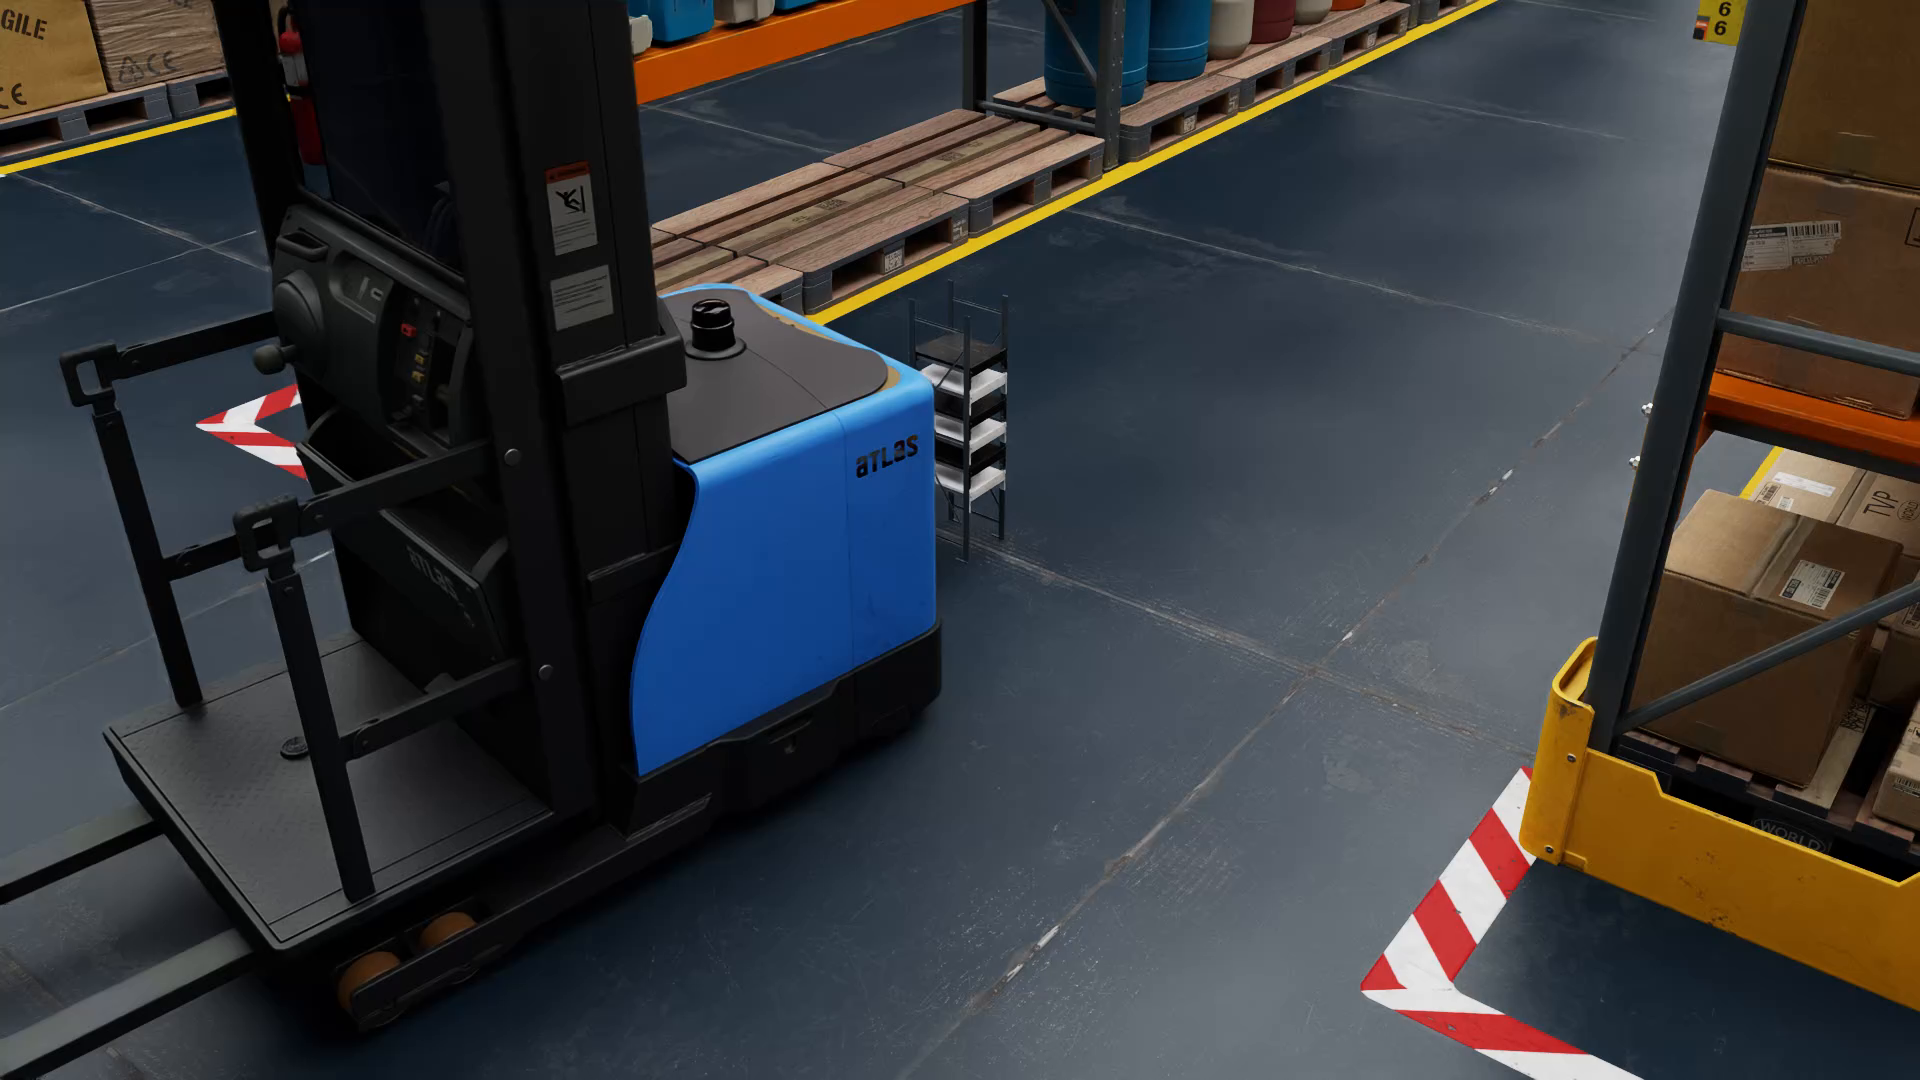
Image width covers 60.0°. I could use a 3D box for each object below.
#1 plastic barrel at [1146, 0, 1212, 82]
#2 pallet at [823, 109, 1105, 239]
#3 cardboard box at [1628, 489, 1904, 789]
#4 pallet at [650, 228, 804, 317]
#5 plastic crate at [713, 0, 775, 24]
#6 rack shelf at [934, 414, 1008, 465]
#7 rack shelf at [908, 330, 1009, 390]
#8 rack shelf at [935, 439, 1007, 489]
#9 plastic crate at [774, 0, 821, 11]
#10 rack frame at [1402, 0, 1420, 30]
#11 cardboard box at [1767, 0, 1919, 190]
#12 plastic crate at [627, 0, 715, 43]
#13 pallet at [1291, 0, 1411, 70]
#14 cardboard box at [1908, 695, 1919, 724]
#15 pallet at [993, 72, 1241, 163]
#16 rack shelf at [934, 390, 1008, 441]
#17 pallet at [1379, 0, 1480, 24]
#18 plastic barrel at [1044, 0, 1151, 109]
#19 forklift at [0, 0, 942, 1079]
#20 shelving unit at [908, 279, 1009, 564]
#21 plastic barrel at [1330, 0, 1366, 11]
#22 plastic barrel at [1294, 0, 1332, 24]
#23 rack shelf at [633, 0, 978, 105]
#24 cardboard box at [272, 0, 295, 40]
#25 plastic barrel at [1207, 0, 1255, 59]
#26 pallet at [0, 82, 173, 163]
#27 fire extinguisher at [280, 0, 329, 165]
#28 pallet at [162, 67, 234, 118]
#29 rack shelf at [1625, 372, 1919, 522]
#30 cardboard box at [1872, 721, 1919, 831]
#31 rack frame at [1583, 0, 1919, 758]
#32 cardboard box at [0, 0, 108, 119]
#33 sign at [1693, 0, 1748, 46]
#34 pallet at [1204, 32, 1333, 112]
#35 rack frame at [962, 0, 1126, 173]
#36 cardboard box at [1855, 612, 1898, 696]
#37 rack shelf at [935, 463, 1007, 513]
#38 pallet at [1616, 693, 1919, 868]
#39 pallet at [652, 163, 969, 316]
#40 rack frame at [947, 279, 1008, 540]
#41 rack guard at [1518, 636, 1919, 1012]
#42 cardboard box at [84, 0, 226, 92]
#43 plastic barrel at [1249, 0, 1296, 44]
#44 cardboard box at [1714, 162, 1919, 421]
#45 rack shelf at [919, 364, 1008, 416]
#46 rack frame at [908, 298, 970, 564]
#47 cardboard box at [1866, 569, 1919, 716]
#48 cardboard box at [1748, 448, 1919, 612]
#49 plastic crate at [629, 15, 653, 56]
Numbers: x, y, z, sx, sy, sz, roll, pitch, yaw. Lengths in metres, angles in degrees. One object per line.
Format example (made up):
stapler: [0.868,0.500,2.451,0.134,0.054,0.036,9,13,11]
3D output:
plastic barrel: [1.214,-3.275,9.981,0.600,0.901,0.708,21,37,31]
pallet: [0.032,-1.983,8.889,1.003,0.211,1.213,21,37,31]
cardboard box: [2.109,0.248,4.410,0.500,0.500,0.500,21,37,31]
pallet: [-1.441,-0.991,7.216,1.003,0.211,1.213,21,37,31]
plastic crate: [-0.889,-2.160,6.652,0.250,0.136,0.298,21,37,31]
rack shelf: [-0.005,-0.355,5.532,0.258,0.077,0.200,21,37,31]
rack shelf: [-0.005,-0.587,5.394,0.258,0.077,0.200,21,37,31]
rack shelf: [-0.005,-0.278,5.578,0.258,0.077,0.200,21,37,31]
plastic crate: [-0.764,-2.356,6.888,0.416,0.233,0.300,21,37,31]
rack frame: [2.859,-5.119,11.446,1.000,3.000,0.127,21,37,31]
cardboard box: [2.026,-1.080,3.552,0.500,0.500,0.500,21,36,31]
plastic crate: [-1.161,-2.088,6.437,0.416,0.233,0.300,21,37,31]
pallet: [2.416,-3.587,11.595,1.003,0.211,1.213,21,37,31]
cardboard box: [2.655,0.522,4.275,0.380,0.166,0.250,21,37,31]
pallet: [0.944,-2.595,9.921,1.003,0.211,1.213,21,37,31]
rack shelf: [-0.005,-0.433,5.486,0.258,0.077,0.200,21,37,31]
pallet: [3.358,-4.223,12.668,1.003,0.211,1.213,21,37,31]
plastic barrel: [0.787,-2.987,9.495,0.600,0.901,0.708,21,37,31]
forklift: [-1.478,-0.437,3.613,3.031,2.935,1.130,-25,39,-36]
shelving unit: [-0.005,-0.384,5.515,0.258,0.900,0.210,21,37,31]
plastic barrel: [2.577,-4.162,11.548,0.600,0.830,0.708,21,37,31]
plastic barrel: [2.308,-3.769,11.195,0.421,0.512,0.421,0,31,0]
rack shelf: [-0.763,-2.371,7.514,1.077,0.370,4.000,21,37,31]
cardboard box: [-4.510,-3.675,10.681,0.875,0.875,0.875,21,37,31]
plastic barrel: [1.626,-3.310,10.421,0.421,0.512,0.421,0,31,0]
pallet: [-5.498,-2.541,9.831,1.003,0.211,1.213,21,37,31]
fire extinguisher: [-2.423,-1.753,6.207,0.296,0.674,0.183,21,37,31]
pallet: [-4.762,-3.035,10.664,1.003,0.211,1.213,21,37,31]
rack shelf: [3.184,-0.845,4.940,1.077,0.370,4.000,21,37,31]
cardboard box: [2.504,0.631,4.108,0.380,0.149,0.250,21,37,31]
rack frame: [1.977,-0.342,3.384,1.000,3.000,0.127,21,37,31]
cardboard box: [-5.596,-2.943,9.446,0.875,0.875,0.875,21,37,31]
sign: [1.546,-1.155,3.311,0.100,0.325,0.005,21,37,31]
pallet: [1.680,-3.093,10.762,1.003,0.211,1.213,21,37,31]
rack frame: [0.445,-3.494,8.703,1.000,3.000,0.127,21,37,31]
cardboard box: [2.425,0.254,4.727,0.380,0.166,0.250,21,37,31]
rack shelf: [-0.005,-0.200,5.624,0.258,0.077,0.200,21,37,31]
pallet: [2.503,0.503,4.695,1.003,0.211,1.213,21,37,31]
pallet: [-0.704,-1.485,8.049,1.003,0.211,1.213,21,37,31]
rack frame: [0.056,-0.425,5.585,0.240,0.900,0.006,21,37,31]
rack guard: [2.023,0.703,4.074,1.175,0.500,0.348,21,37,31]
cardboard box: [-5.047,-3.313,10.071,0.875,0.875,0.875,21,37,31]
plastic barrel: [1.896,-3.600,10.835,0.600,0.588,0.708,21,37,31]
cardboard box: [2.030,-0.651,3.808,0.500,0.500,0.500,22,37,33]
rack shelf: [-0.005,-0.510,5.440,0.258,0.077,0.200,21,37,31]
rack frame: [-0.066,-0.343,5.445,0.240,0.900,0.006,21,37,31]
cardboard box: [2.833,0.315,4.542,0.500,0.250,0.500,21,37,31]
cardboard box: [2.706,-0.022,5.110,0.500,0.250,0.500,21,37,31]
plastic crate: [-1.299,-1.884,6.187,0.250,0.136,0.298,21,37,31]
